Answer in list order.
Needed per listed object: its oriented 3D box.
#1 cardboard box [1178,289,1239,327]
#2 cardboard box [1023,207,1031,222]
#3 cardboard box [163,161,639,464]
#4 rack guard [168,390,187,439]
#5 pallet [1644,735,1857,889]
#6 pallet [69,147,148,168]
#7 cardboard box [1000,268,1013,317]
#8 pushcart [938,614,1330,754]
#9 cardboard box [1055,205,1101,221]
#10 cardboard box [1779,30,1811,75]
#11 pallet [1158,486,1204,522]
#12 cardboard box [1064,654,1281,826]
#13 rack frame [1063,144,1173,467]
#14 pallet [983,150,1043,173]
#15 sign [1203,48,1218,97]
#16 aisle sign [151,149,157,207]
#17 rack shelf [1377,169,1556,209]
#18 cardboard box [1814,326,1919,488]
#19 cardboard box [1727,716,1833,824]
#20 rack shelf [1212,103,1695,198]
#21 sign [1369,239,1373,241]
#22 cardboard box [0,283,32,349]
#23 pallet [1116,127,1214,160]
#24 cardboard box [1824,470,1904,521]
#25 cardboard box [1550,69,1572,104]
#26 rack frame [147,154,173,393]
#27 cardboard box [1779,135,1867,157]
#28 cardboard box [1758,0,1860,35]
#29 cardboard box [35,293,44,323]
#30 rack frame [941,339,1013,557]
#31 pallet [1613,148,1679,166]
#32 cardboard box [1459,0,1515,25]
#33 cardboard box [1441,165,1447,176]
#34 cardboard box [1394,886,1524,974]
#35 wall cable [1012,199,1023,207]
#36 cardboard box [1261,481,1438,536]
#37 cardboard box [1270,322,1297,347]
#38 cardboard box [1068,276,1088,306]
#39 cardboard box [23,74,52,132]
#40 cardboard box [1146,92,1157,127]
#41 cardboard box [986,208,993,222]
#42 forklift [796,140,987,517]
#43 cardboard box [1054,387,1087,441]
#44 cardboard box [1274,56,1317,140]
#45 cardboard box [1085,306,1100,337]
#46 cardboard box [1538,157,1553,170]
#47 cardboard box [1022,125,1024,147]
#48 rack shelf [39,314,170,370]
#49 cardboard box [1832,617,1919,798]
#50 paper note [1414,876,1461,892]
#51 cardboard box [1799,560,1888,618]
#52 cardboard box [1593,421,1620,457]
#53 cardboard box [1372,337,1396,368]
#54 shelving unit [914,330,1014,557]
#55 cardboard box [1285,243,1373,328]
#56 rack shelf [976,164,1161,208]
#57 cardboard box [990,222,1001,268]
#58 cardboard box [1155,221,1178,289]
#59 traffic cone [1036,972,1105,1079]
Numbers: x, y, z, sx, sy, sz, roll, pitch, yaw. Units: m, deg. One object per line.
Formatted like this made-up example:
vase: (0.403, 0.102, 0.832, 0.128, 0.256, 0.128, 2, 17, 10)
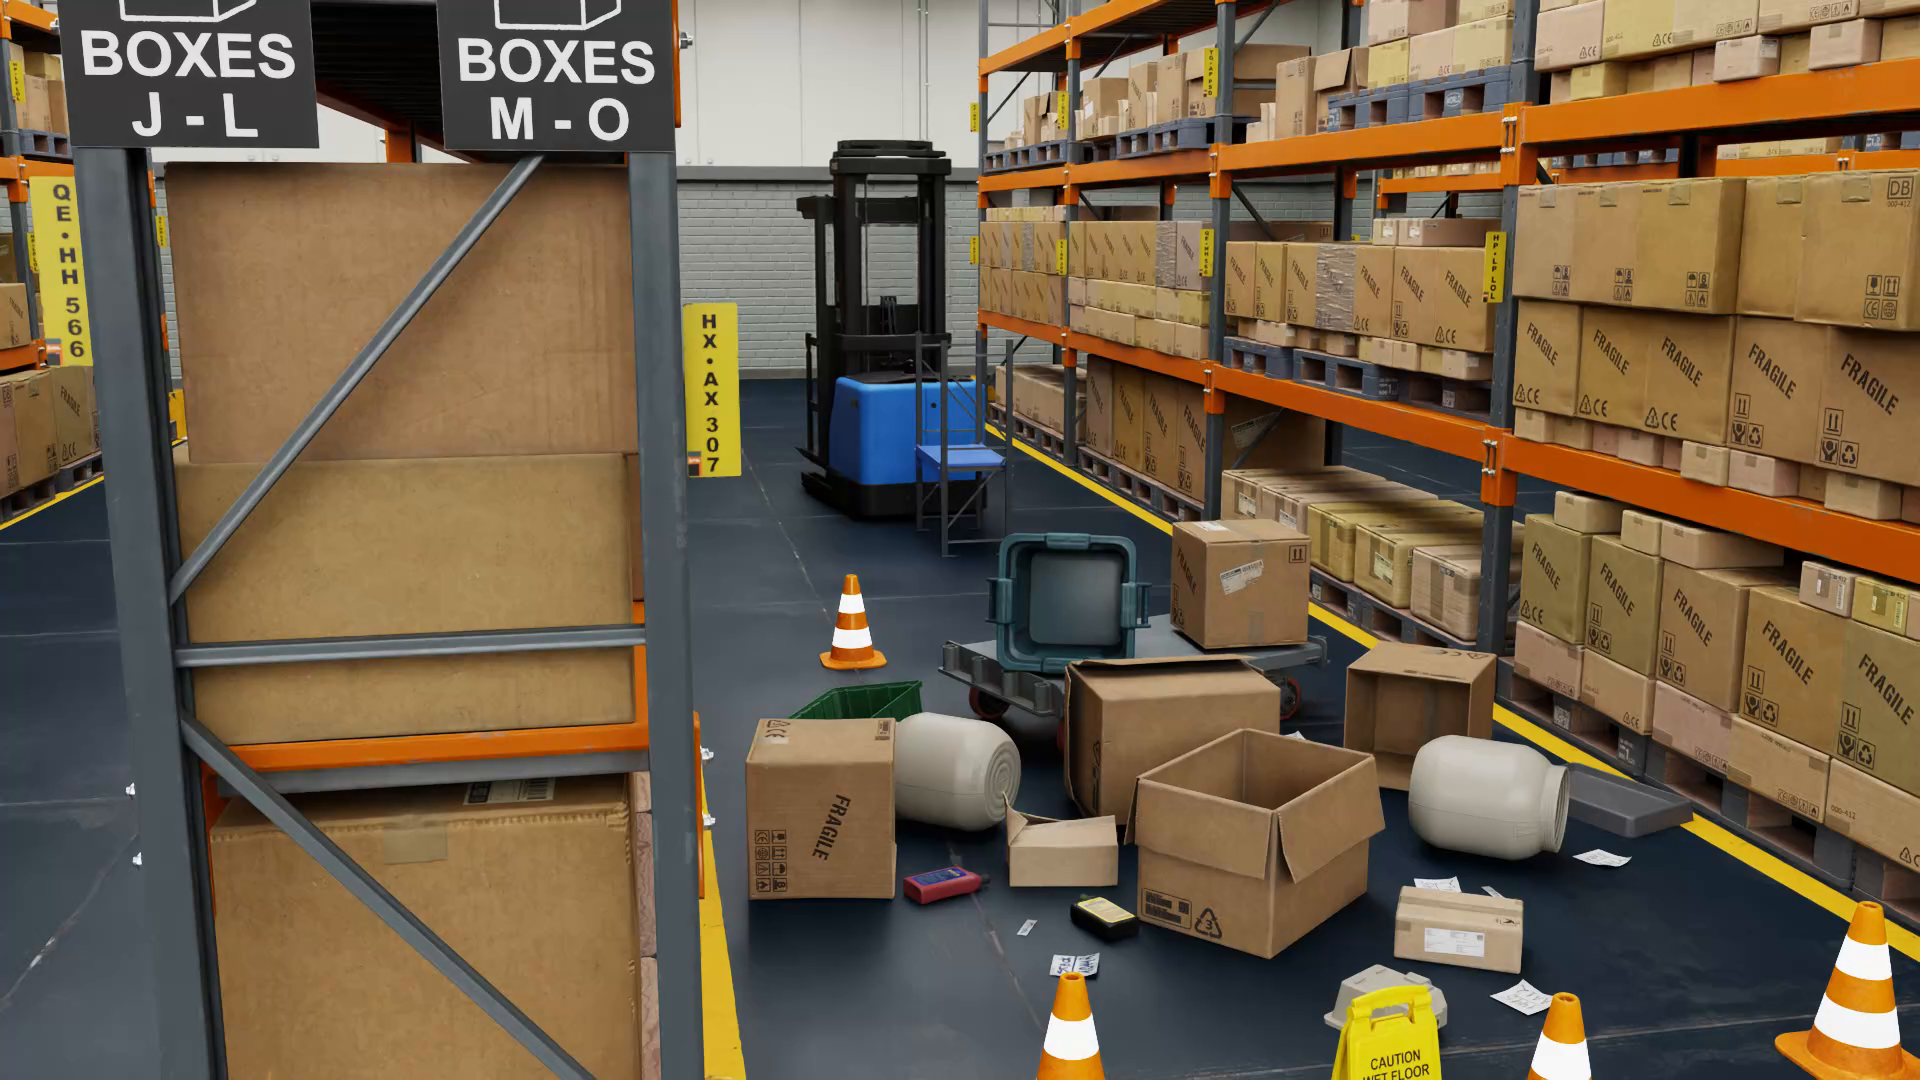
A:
cardboard box: (1.926, -1.715, 12.246, 0.500, 0.250, 0.500, -2, 11, -11)
cardboard box: (0.870, -3.382, 17.265, 0.380, 0.149, 0.250, -2, 11, -11)
cardboard box: (-1.045, -0.471, 3.359, 0.875, 0.550, 0.550, -2, 11, -11)
rack guard: (-9.012, -1.346, 17.933, 1.175, 0.500, 0.348, -2, 11, -11)
pallet: (3.453, 0.987, 6.449, 1.003, 0.211, 1.213, -2, 11, -11)
pallet: (-8.853, -3.864, 16.691, 1.003, 0.211, 1.213, -2, 11, -11)
cardboard box: (0.732, -2.695, 18.067, 0.500, 0.500, 0.500, -2, 11, -11)
pushcart: (0.821, 0.651, 7.768, 1.648, 0.377, 0.936, -6, 13, -31)
cardboard box: (1.119, -3.100, 15.787, 0.380, 0.149, 0.250, -2, 11, -12)
cardboard box: (3.167, -1.730, 5.913, 0.380, 0.149, 0.250, -2, 11, -11)
pallet: (2.190, -0.240, 12.895, 1.003, 0.211, 1.213, -2, 11, -11)
cardboard box: (0.810, 0.763, 6.481, 0.797, 0.637, 0.503, -2, 11, -11)
rack frame: (1.491, -2.197, 15.715, 1.000, 3.000, 0.127, -2, 11, -11)
pallet: (0.868, -4.225, 18.584, 1.003, 0.211, 1.213, -2, 11, -11)
sign: (1.723, -3.211, 11.426, 0.100, 0.325, 0.005, -2, 11, -11)
aisle sign: (-8.727, -3.871, 17.560, 0.394, 0.787, 0.004, -2, 11, -11)
rack shelf: (5.971, -3.865, 18.381, 1.077, 0.370, 4.000, -2, 11, -11)
cardboard box: (3.263, -0.464, 5.551, 0.500, 0.500, 0.500, -2, 11, -11)
cardboard box: (3.204, 0.819, 6.101, 0.500, 0.250, 0.500, -3, 11, -13)
rack shelf: (2.658, -2.216, 9.720, 1.077, 0.370, 4.000, -2, 11, -11)
sign: (5.049, -3.517, 20.337, 0.100, 0.325, 0.005, -2, 11, -11)
cardboard box: (-7.871, -1.810, 13.414, 0.500, 0.500, 0.500, -2, 11, -11)
pallet: (1.872, -3.165, 13.285, 1.003, 0.211, 1.213, -2, 11, -8)
cardboard box: (3.225, -0.165, 5.714, 0.380, 0.149, 0.250, -2, 11, -12)
cardboard box: (2.866, -2.013, 7.398, 0.380, 0.149, 0.250, -2, 11, -12)
rack frame: (-9.007, -2.570, 17.676, 1.000, 3.000, 0.127, -2, 11, -11)
cardboard box: (6.800, -3.129, 12.994, 0.500, 0.250, 0.500, -2, 11, -13)
cardboard box: (3.159, -1.906, 5.769, 0.500, 0.250, 0.500, -2, 11, -10)
cardboard box: (-8.064, -2.004, 14.311, 0.500, 0.250, 0.500, -2, 11, -12)
rack frame: (0.115, -0.628, 11.484, 0.500, 1.500, 0.032, -2, 11, -11)
pallet: (6.622, -3.447, 14.764, 1.213, 0.211, 1.003, -2, 11, -11)
cardboard box: (2.810, -2.683, 8.188, 0.500, 0.250, 0.500, -2, 11, -10)
cardboard box: (5.640, -4.160, 18.677, 0.380, 0.149, 0.250, -2, 11, -12)
cardboard box: (1.589, 1.238, 5.295, 0.380, 0.149, 0.250, 4, 11, 18)
wall cable: (0.983, -4.516, 25.186, 0.588, 1.984, 0.122, -2, 11, -11)
cardboard box: (2.521, -0.139, 10.811, 0.950, 0.372, 0.625, -2, 11, -12)
cardboard box: (2.213, -1.323, 10.676, 0.380, 0.149, 0.250, -2, 11, -11)
cardboard box: (1.300, -2.278, 15.204, 0.500, 0.250, 0.500, -2, 11, -13)
cardboard box: (-8.541, -3.854, 14.745, 0.700, 0.500, 0.500, -2, 11, -8)
cardboard box: (1.658, -3.317, 12.814, 0.396, 0.266, 0.258, -2, 11, -12)
cardboard box: (0.511, -3.714, 19.011, 0.380, 0.149, 0.250, -2, 11, -10)
forklift: (-0.738, -1.850, 14.076, 1.130, 2.935, 3.031, -4, 11, -18)
cardboard box: (1.475, -1.263, 16.541, 0.875, 0.438, 0.875, -2, 11, -12)
cardboard box: (2.444, -2.811, 10.656, 0.700, 0.500, 0.500, -2, 11, -11)
cardboard box: (1.420, -1.938, 14.756, 0.500, 0.250, 0.500, -2, 11, -12)
cardboard box: (6.000, -3.783, 16.700, 0.380, 0.149, 0.250, -2, 11, -11)
cardboard box: (0.955, -4.339, 17.797, 0.500, 0.311, 0.500, -2, 11, -10)
rack shelf: (-8.618, -1.850, 15.816, 1.077, 0.370, 4.000, -2, 11, -11)
cardboard box: (3.309, 0.547, 5.524, 0.500, 0.500, 0.500, -2, 11, -9)
paper note: (1.671, 1.206, 5.808, 0.148, 0.019, 0.142, 2, 11, 9)
cardboard box: (3.181, 0.165, 5.799, 0.380, 0.149, 0.250, -2, 11, -9)
cardboard box: (2.976, -0.444, 7.181, 0.380, 0.149, 0.250, -2, 11, -11)
cardboard box: (2.504, -1.038, 9.177, 0.380, 0.149, 0.250, -2, 11, -11)
shelving unit: (0.017, -0.721, 11.974, 0.538, 1.500, 1.048, -2, 11, -11)
cardboard box: (2.348, -1.581, 10.295, 0.500, 0.500, 0.500, -2, 11, -10)
rack shelf: (1.102, -3.684, 17.429, 1.077, 0.370, 4.000, -2, 11, -11)
cardboard box: (0.635, -3.278, 18.453, 0.500, 0.500, 0.500, -2, 11, -13)
cardboard box: (1.804, -2.182, 12.699, 0.500, 0.500, 0.500, -2, 11, -10)
traffic cone: (0.279, 1.300, 4.129, 0.336, 0.463, 0.334, -2, 11, -11)
